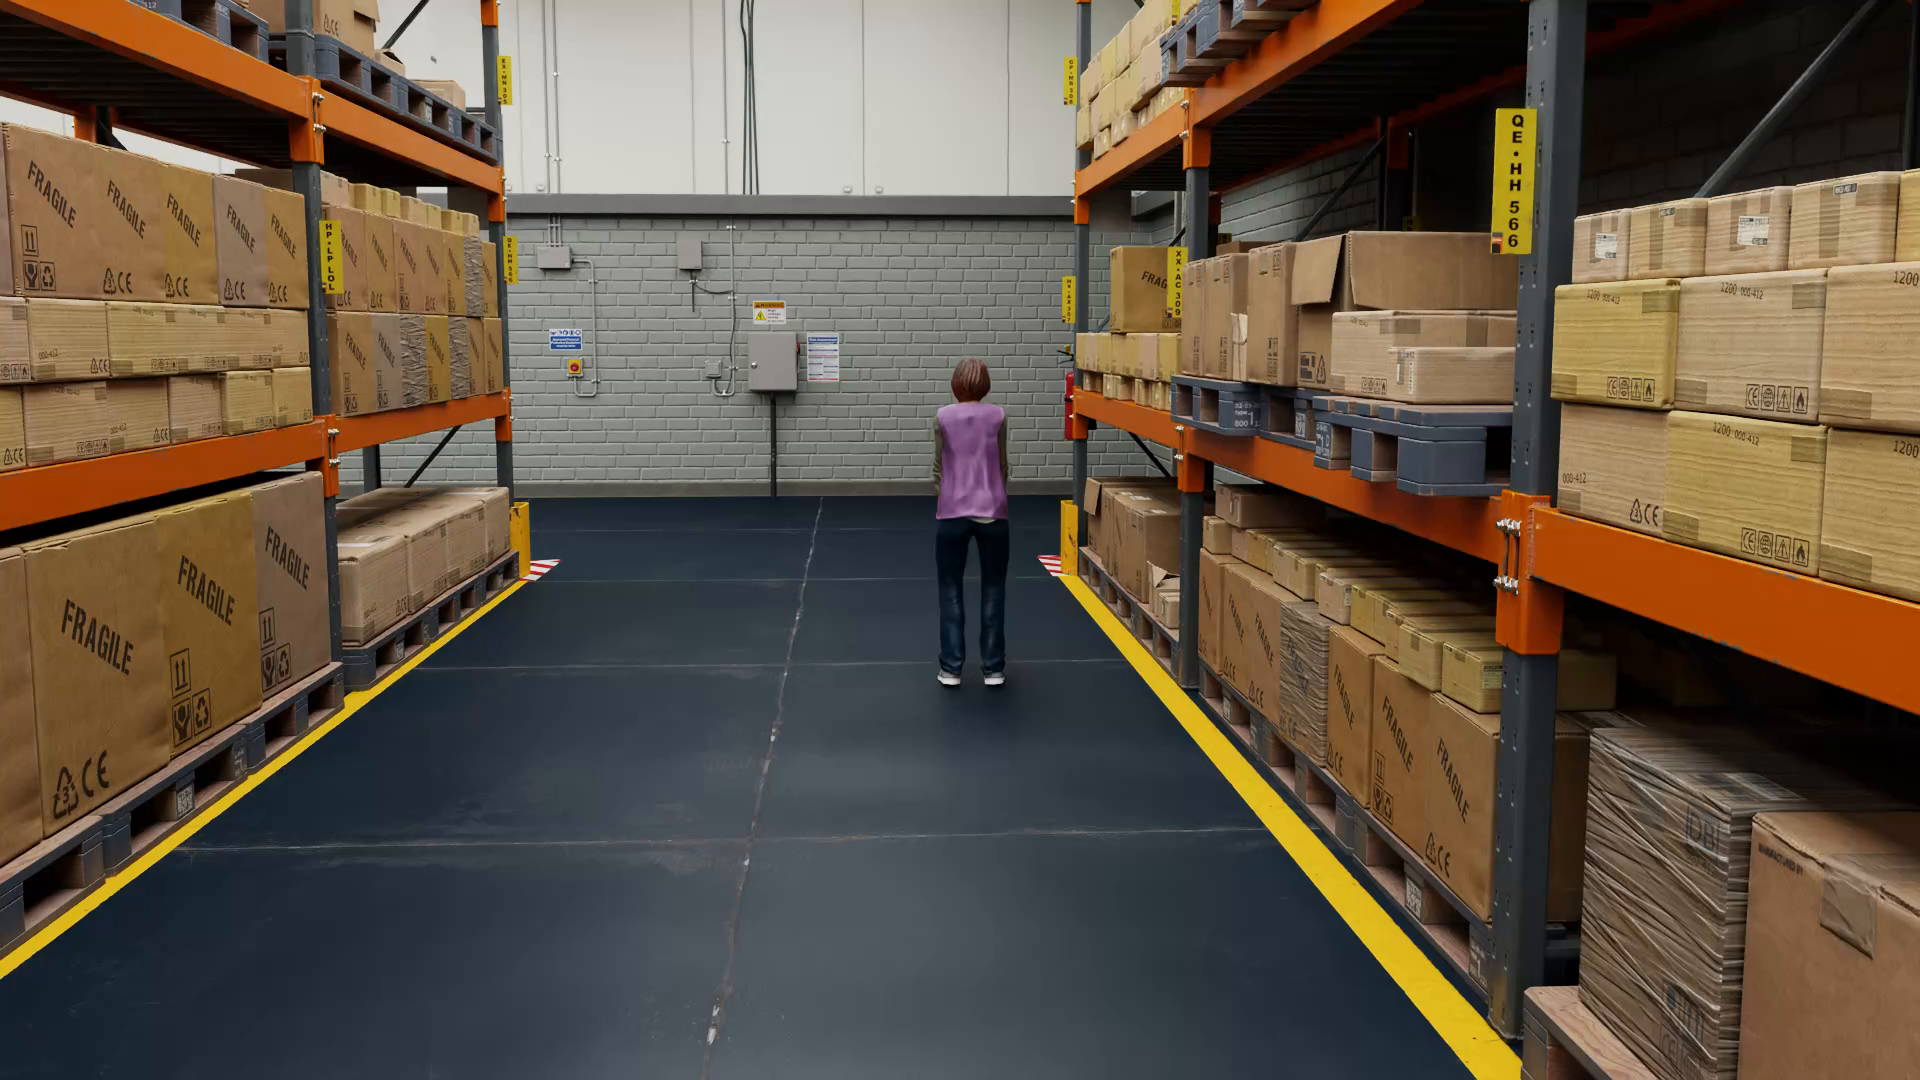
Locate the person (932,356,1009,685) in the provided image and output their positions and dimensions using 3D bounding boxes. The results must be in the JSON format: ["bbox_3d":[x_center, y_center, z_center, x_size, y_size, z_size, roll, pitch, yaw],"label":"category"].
[{"bbox_3d":[0.053,-0.096,8.100,0.375,1.596,0.508,0,7,-2],"label":"person"}]
